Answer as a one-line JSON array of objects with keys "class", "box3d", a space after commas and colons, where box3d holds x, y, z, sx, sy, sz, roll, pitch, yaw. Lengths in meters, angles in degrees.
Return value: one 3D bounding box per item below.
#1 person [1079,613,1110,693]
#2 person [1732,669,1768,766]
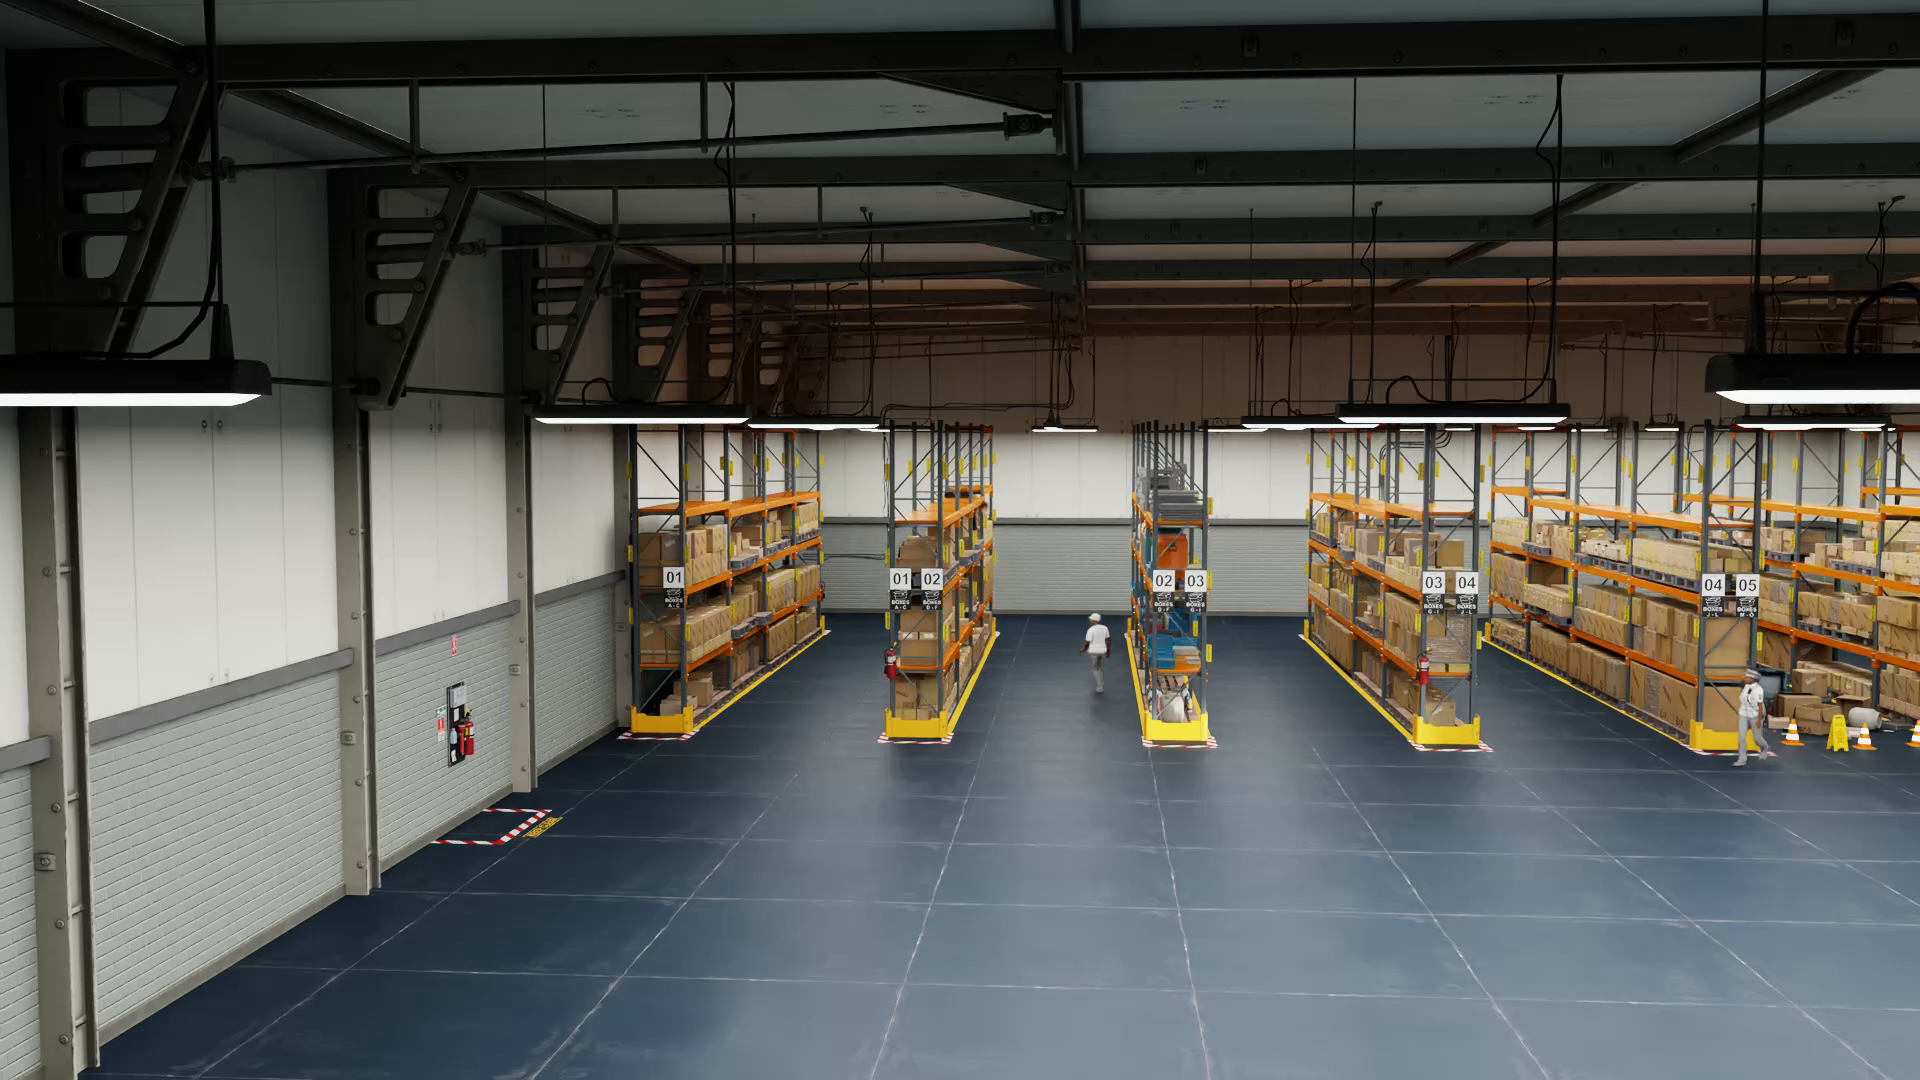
[{"class": "person", "box3d": [3.053, 2.541, 37.113, 0.674, 1.815, 0.553, -2, 4, -30]}, {"class": "person", "box3d": [13.713, 3.063, 28.770, 0.713, 1.673, 0.437, -4, 5, -44]}]
